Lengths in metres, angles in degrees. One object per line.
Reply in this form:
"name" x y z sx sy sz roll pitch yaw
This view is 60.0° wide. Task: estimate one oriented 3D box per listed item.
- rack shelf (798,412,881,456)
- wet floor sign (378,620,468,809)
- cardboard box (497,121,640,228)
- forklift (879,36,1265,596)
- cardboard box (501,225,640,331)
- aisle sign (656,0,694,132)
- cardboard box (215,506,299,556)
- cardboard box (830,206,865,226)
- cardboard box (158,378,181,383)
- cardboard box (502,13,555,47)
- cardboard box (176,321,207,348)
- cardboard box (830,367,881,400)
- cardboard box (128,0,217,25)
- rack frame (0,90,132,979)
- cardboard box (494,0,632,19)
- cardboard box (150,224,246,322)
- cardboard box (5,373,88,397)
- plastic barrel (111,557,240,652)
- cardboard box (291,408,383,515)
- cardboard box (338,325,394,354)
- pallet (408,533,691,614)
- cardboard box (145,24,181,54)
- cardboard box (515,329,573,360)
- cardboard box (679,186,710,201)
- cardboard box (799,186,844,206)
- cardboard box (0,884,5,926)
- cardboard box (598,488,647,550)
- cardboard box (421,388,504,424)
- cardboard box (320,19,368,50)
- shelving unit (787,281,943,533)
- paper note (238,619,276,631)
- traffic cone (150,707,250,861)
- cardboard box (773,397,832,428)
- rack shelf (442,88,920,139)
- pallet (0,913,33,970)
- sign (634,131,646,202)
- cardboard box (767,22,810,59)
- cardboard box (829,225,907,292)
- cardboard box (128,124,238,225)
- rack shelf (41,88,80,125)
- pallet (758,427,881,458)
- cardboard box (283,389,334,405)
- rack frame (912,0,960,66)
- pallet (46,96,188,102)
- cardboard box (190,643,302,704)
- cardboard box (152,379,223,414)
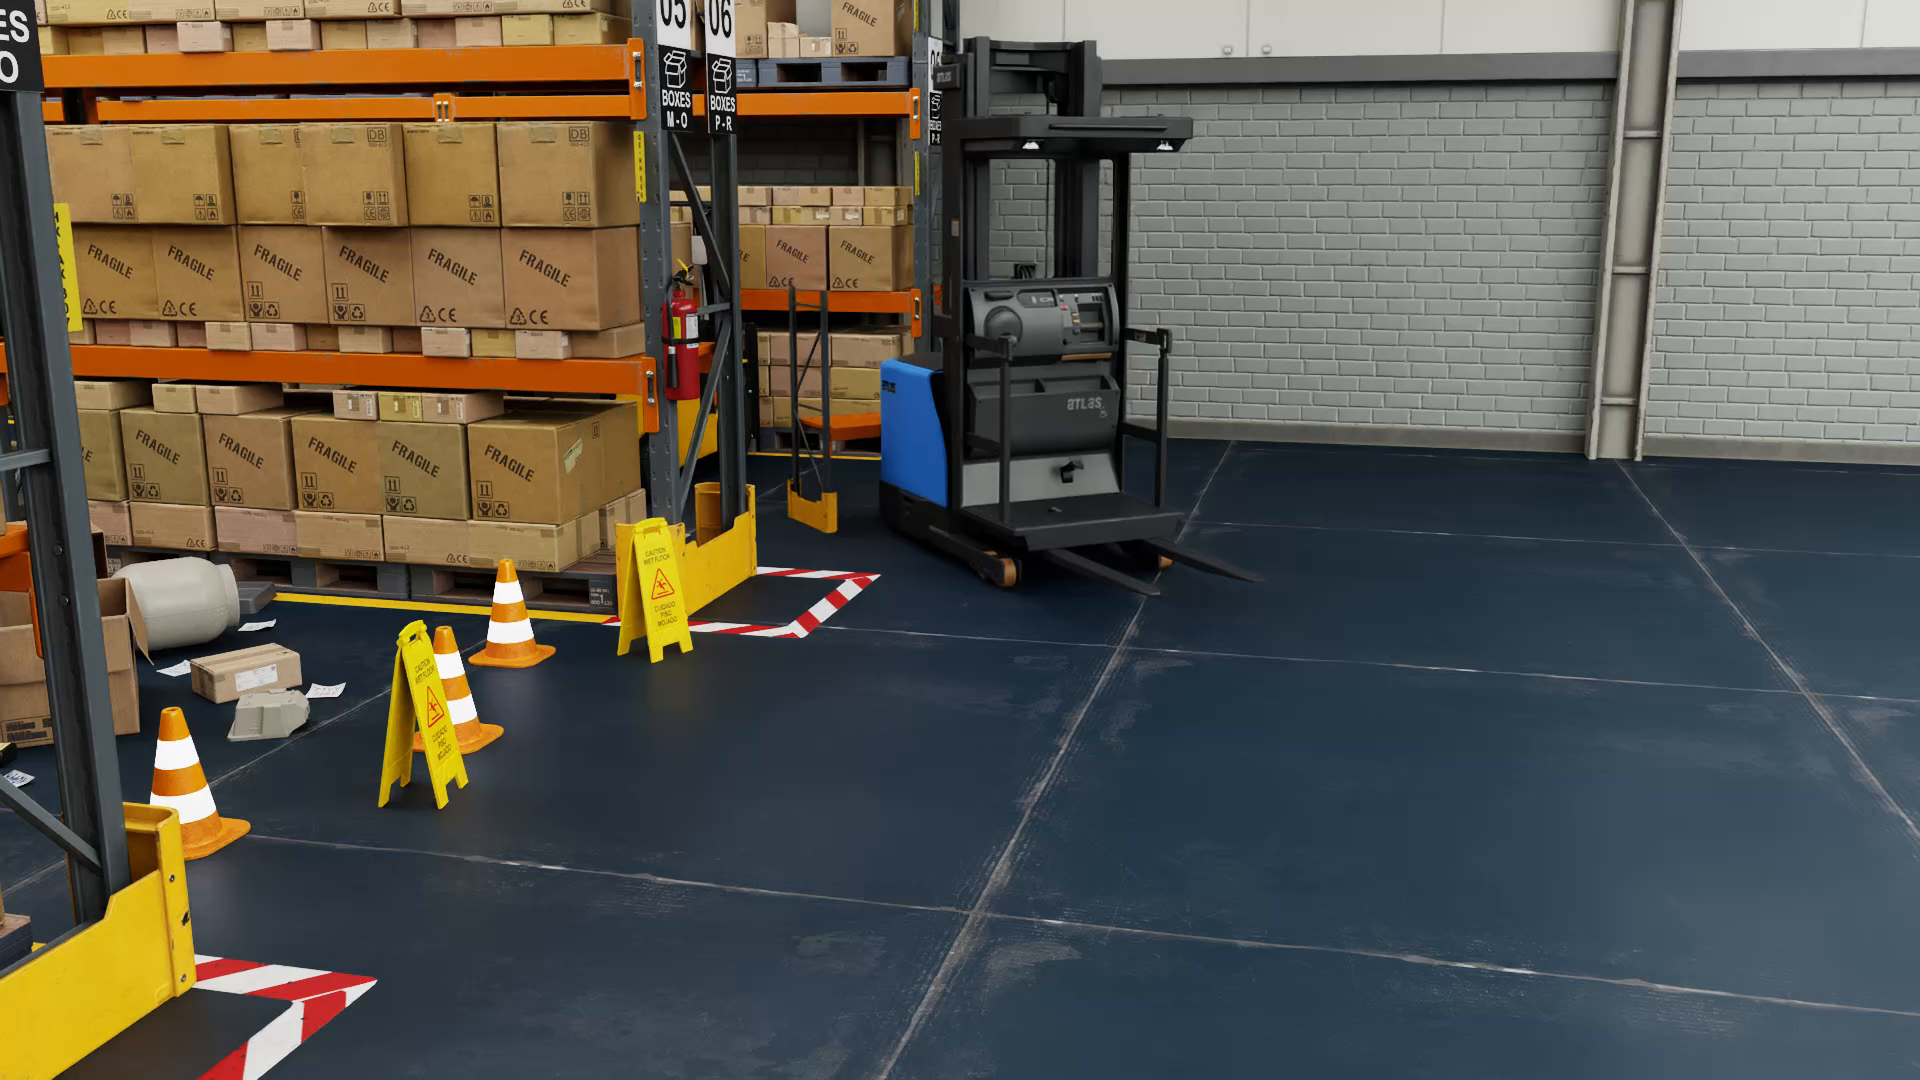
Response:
"rack shelf" -0.515 -0.717 10.831 1.000 0.185 0.538 -7 15 -30
"wet floor sign" -1.951 0.613 5.981 0.232 0.644 0.267 1 13 4
"cardboard box" -1.914 -1.831 8.333 0.500 0.500 0.700 3 13 12
"forklift" 0.573 -1.278 9.226 1.130 2.935 3.031 -6 14 -25
"cardboard box" -1.958 -1.332 8.395 0.500 0.500 0.500 3 13 13
"aisle sign" -1.375 -2.373 8.001 0.004 0.787 0.394 3 13 14
"cardboard box" -3.704 -0.098 9.130 0.500 0.250 0.500 3 13 13
"cardboard box" -0.839 -2.543 13.043 0.250 0.149 0.380 3 13 14
"cardboard box" -6.708 -1.605 15.056 0.625 0.625 0.875 3 13 15
"cardboard box" -2.028 -2.475 8.120 0.250 0.149 0.380 3 13 14
"cardboard box" -3.999 -1.132 8.990 0.250 0.149 0.380 3 13 13
"cardboard box" -0.727 -1.278 13.293 0.500 0.250 0.500 3 13 13
"cardboard box" -3.901 -2.778 8.563 0.500 0.250 0.500 3 13 14
"rack frame" -2.453 -0.122 3.856 0.127 3.000 1.000 3 13 14
"cardboard box" -1.927 -2.674 8.095 0.500 0.250 0.500 3 13 13
"cardboard box" -3.911 -1.438 8.872 0.500 0.500 0.500 3 13 13
"cardboard box" -8.409 -1.588 15.269 0.500 0.500 0.500 3 13 15
"plastic barrel" -3.733 0.301 7.899 0.512 0.421 0.421 -9 15 -35
"cardboard box" -3.201 -0.437 8.927 0.500 0.500 0.500 3 13 12
"cardboard box" -3.038 -1.071 8.717 0.250 0.149 0.380 3 13 13
"pallet" -2.219 0.140 9.115 1.213 0.211 1.003 3 13 14
"cardboard box" -4.007 -2.597 8.668 0.250 0.149 0.380 3 13 12
"cardboard box" -2.052 -1.009 8.438 0.250 0.149 0.380 3 13 13
"cardboard box" -2.069 -2.775 13.401 0.250 0.149 0.380 3 13 14
"cardboard box" -1.085 -2.711 13.112 0.250 0.149 0.380 3 13 15
"cardboard box" -3.127 0.689 4.137 0.875 0.875 0.875 3 13 14
"cardboard box" -2.082 -0.130 9.275 0.500 0.250 0.500 3 13 13
"cardboard box" -2.578 -0.705 8.635 0.250 0.149 0.380 3 13 15
"cardboard box" -3.015 -2.542 8.418 0.250 0.149 0.380 3 13 12
"shelving unit" -0.523 -0.891 10.788 1.083 1.500 0.587 -7 15 -30
"paper note" -3.492 0.421 8.265 0.148 0.019 0.142 -1 13 -6
"traffic cone" -2.629 0.791 5.601 0.334 0.463 0.336 3 13 14
"cardboard box" -1.192 -1.060 13.465 0.500 0.250 0.500 3 13 14
"rack shelf" -2.121 -3.429 13.498 4.000 0.370 1.077 3 13 14
"pallet" -3.248 1.215 4.271 1.213 0.211 1.003 3 13 14
"sign" -1.518 -1.772 7.891 0.005 0.325 0.100 3 13 14
"cardboard box" -1.303 -3.857 12.876 0.258 0.266 0.396 3 13 14
"cardboard box" -0.720 -2.231 13.133 0.500 0.500 0.500 3 13 12
"cardboard box" -3.902 -1.926 8.764 0.500 0.500 0.700 3 13 12
"rack shelf" -7.191 -2.592 9.728 4.000 0.370 1.077 3 13 14
"pallet" -0.932 -0.881 13.719 1.213 0.211 1.003 3 13 14
"cardboard box" -3.620 -0.578 9.559 0.500 0.500 0.500 4 13 17
"rack frame" -0.180 -5.141 12.628 0.127 3.000 1.000 3 13 14
"pallet" -7.266 -3.983 14.770 1.003 0.211 1.213 4 13 16
"cardboard box" -3.121 0.581 7.272 0.250 0.149 0.380 12 17 43
"cardboard box" -4.134 -0.788 9.010 0.250 0.149 0.380 4 13 16
